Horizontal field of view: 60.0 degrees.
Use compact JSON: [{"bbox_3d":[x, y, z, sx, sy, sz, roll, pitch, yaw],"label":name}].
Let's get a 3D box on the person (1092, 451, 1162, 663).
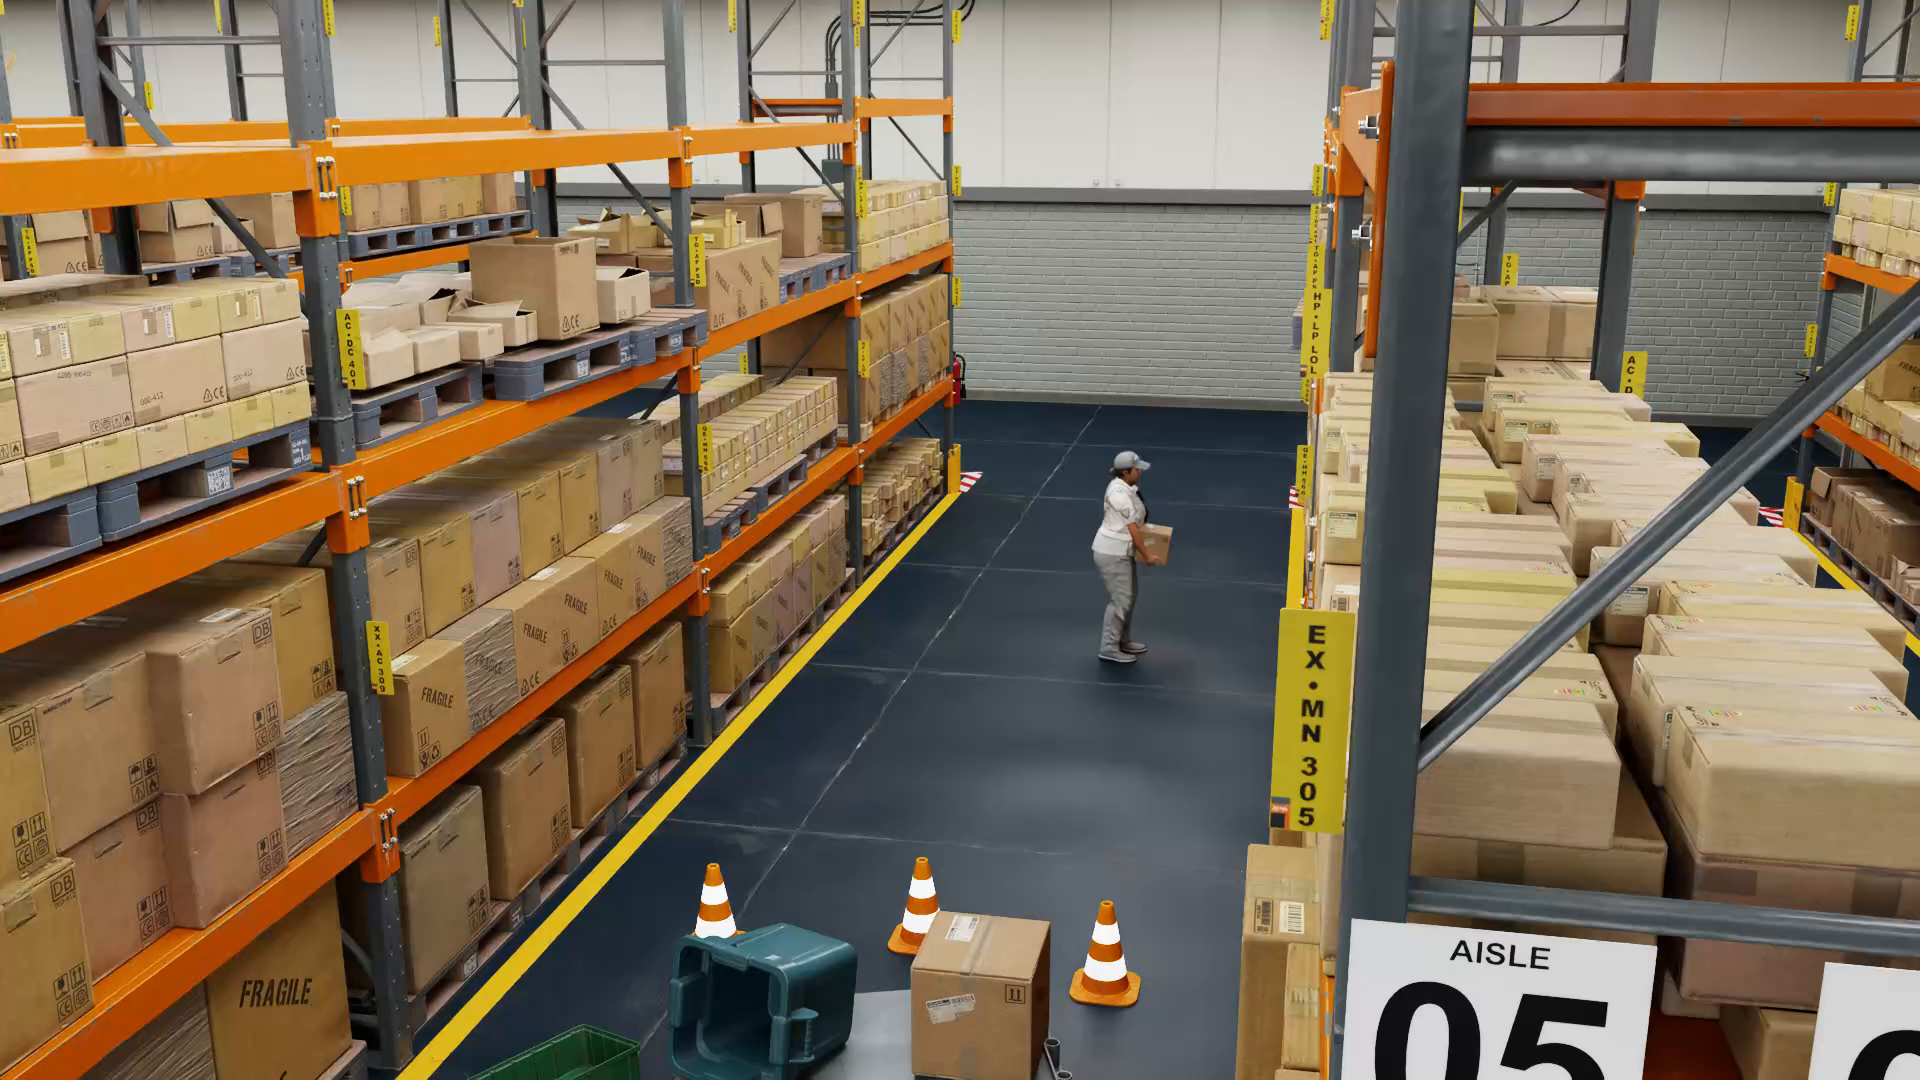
[{"bbox_3d":[1.318,0.120,13.083,0.559,1.660,0.452,3,15,10],"label":"person"}]
